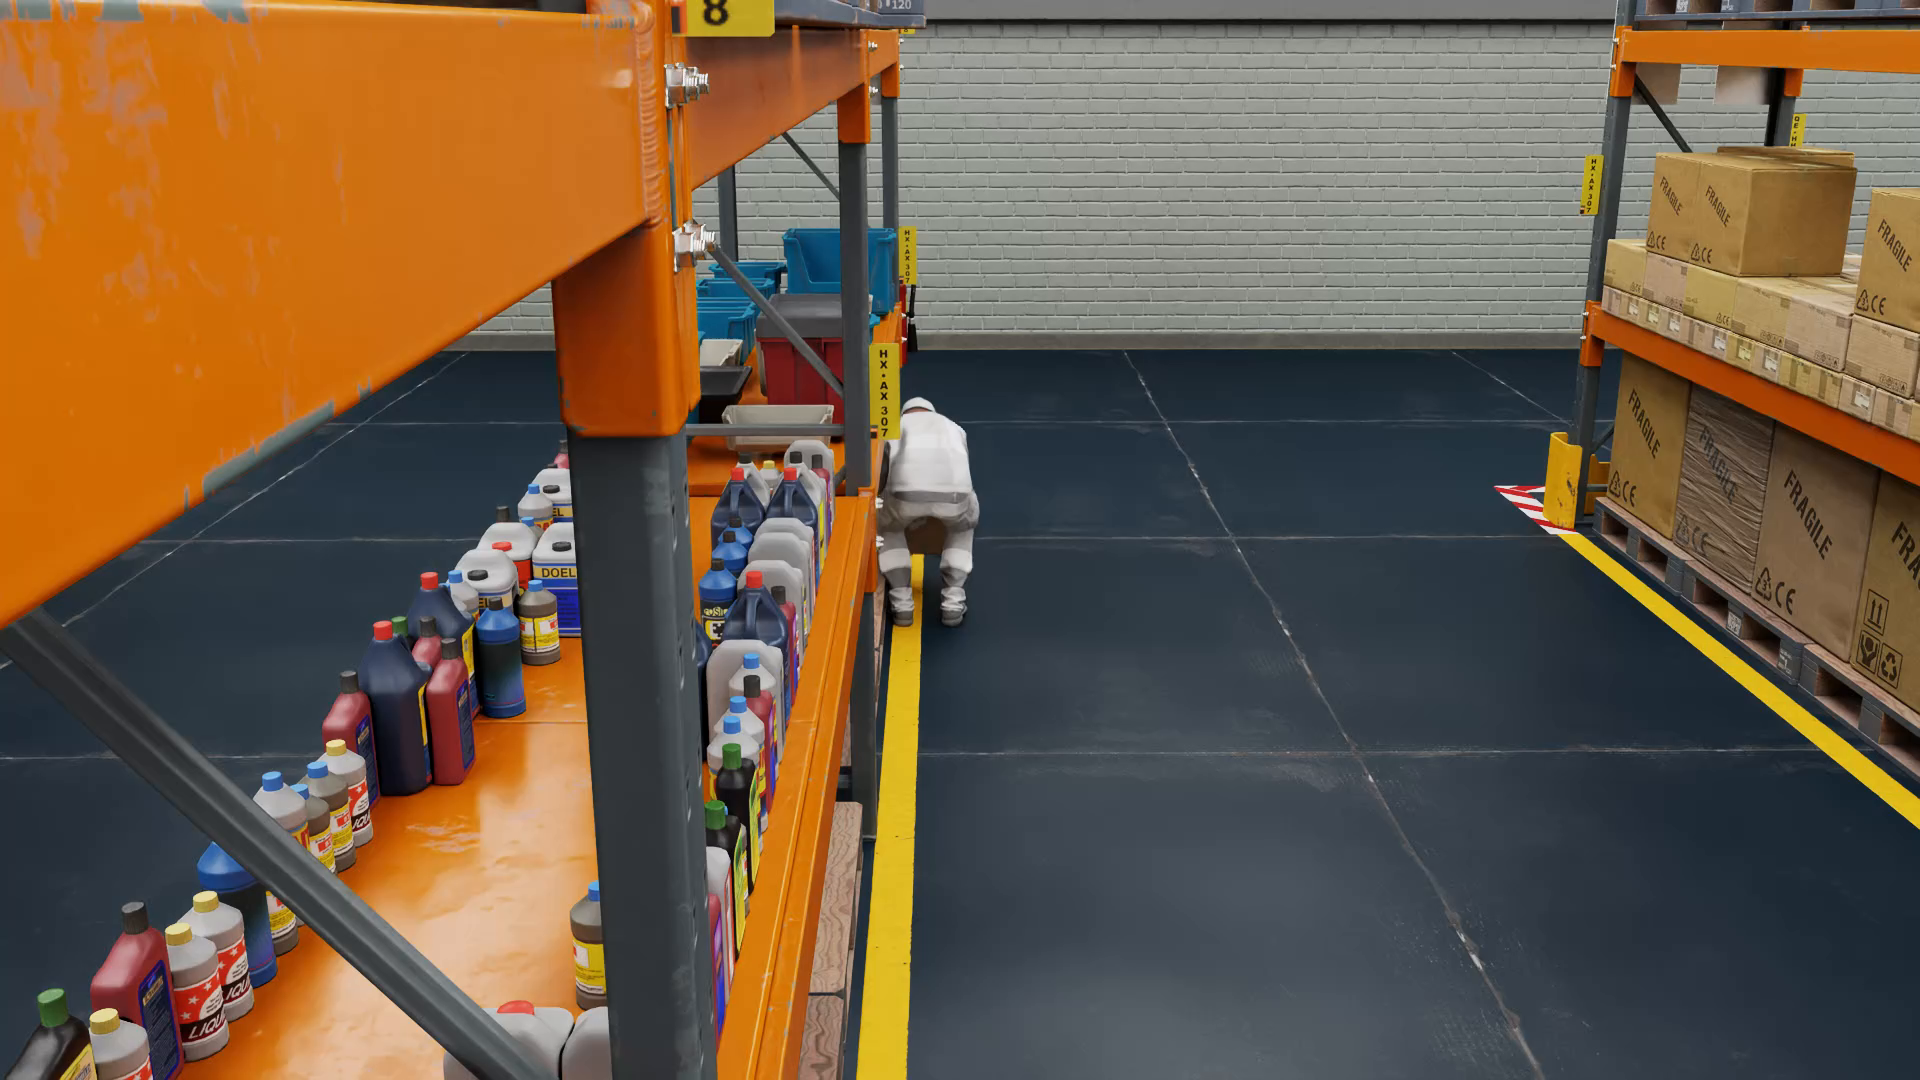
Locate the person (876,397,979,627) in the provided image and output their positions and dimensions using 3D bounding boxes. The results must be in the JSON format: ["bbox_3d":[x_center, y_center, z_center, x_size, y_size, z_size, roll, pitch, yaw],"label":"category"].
[{"bbox_3d":[-0.177,-0.141,8.309,0.535,1.004,0.957,-1,17,-3],"label":"person"}]
